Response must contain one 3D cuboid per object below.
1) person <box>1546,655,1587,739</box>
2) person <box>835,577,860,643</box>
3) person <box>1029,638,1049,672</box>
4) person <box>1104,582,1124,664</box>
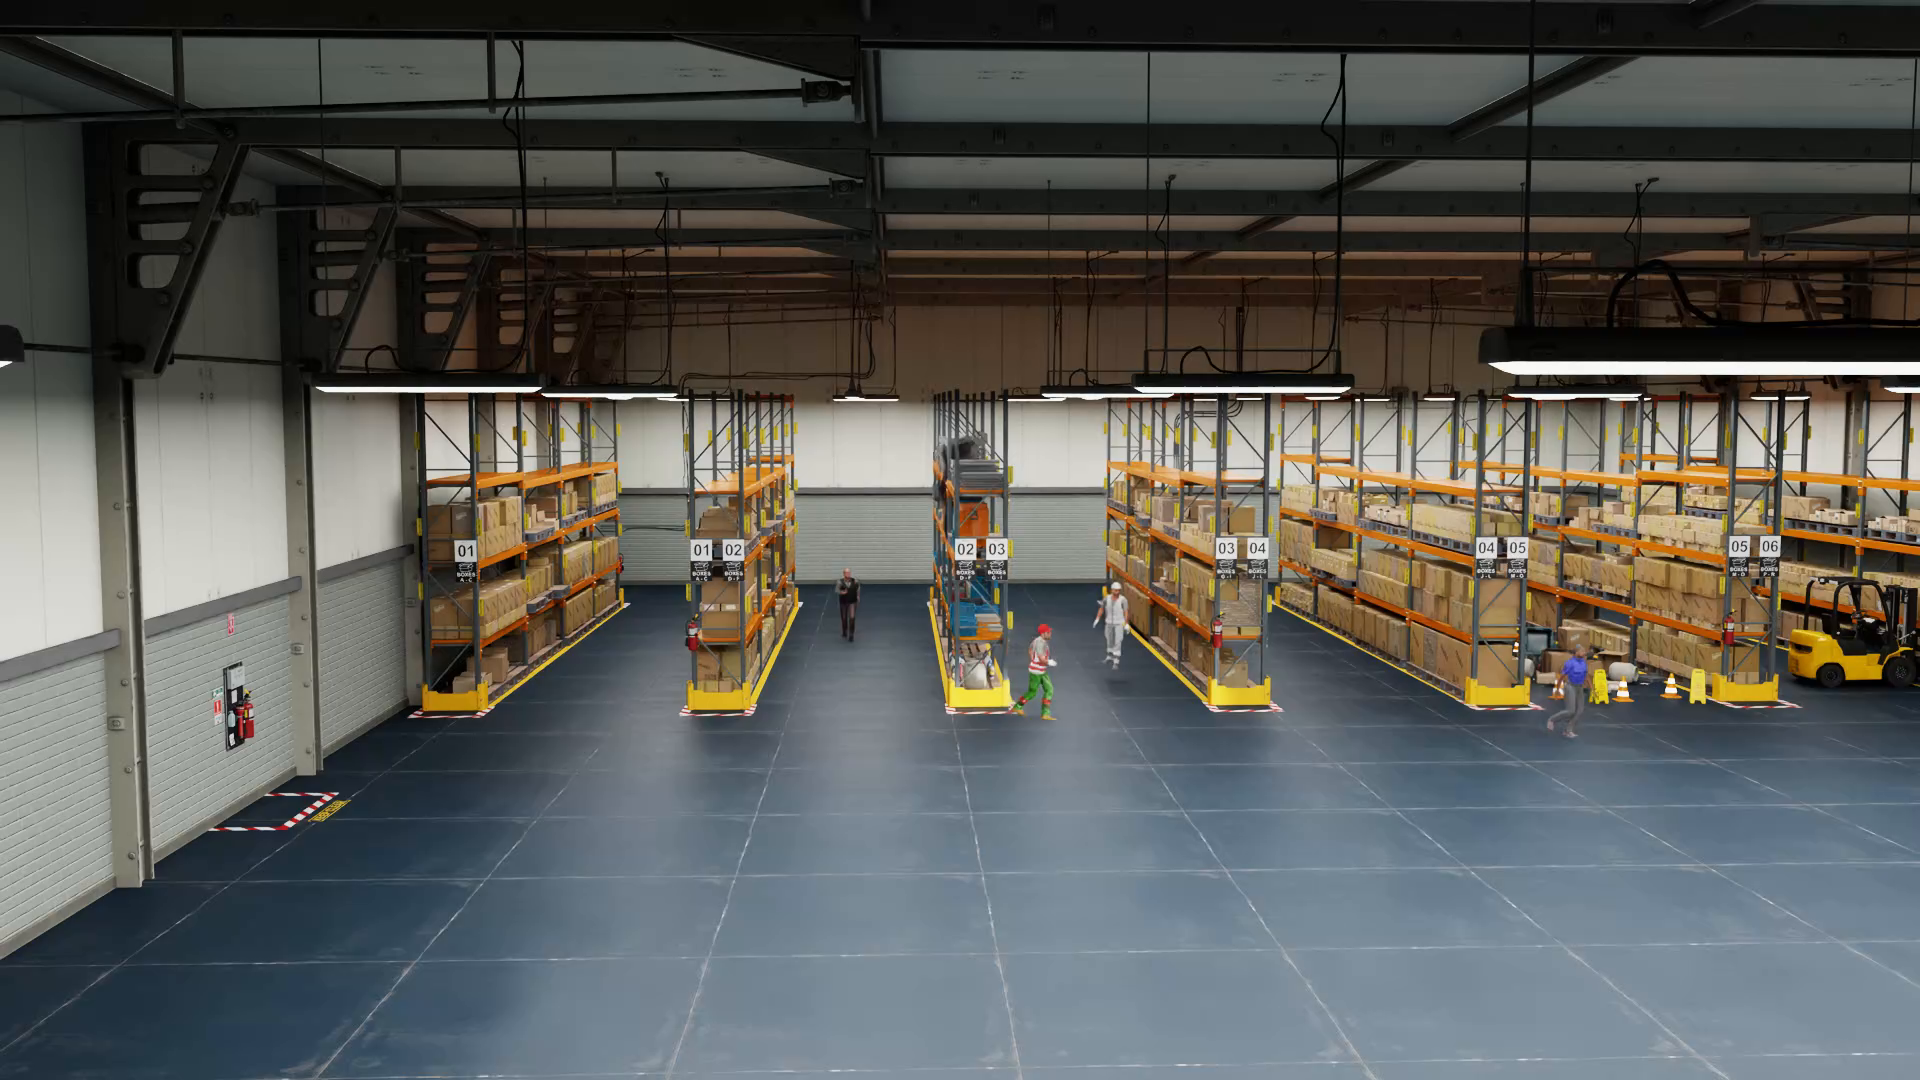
[{"bbox_3d":[5.570,2.102,34.861,1.414,1.591,16.407,-3,6,-35],"label":"person"},{"bbox_3d":[-2.725,1.673,40.331,0.620,1.567,0.826,0,5,-5],"label":"person"},{"bbox_3d":[1.435,2.060,29.967,0.374,0.584,0.410,1,5,15],"label":"person"},{"bbox_3d":[3.188,1.715,34.438,0.481,1.718,0.616,2,5,26],"label":"person"}]
